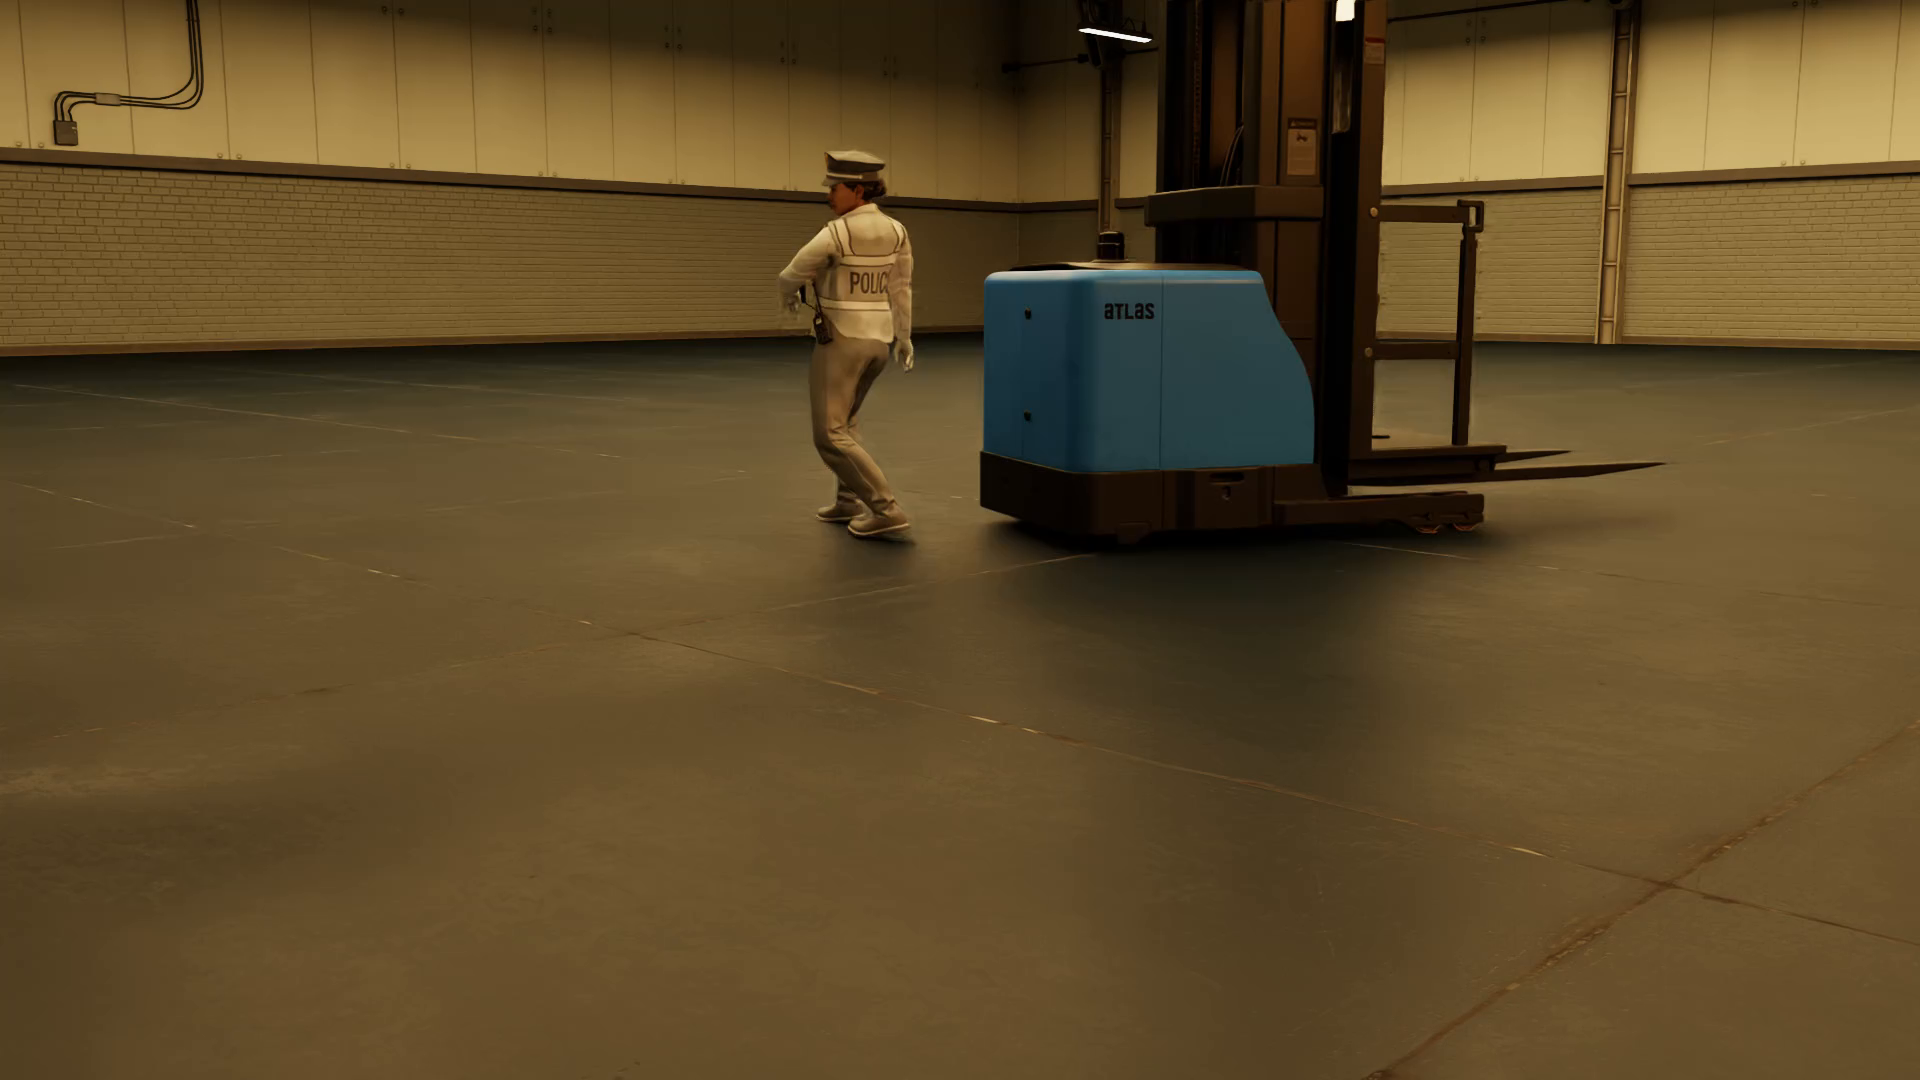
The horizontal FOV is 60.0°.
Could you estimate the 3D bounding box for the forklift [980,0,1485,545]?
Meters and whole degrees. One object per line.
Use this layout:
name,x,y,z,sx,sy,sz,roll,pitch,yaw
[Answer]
forklift,1.148,-1.483,6.937,1.939,2.867,1.129,-3,9,-21

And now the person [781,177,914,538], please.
person,-0.426,-0.807,6.958,0.786,1.538,0.670,5,10,31
